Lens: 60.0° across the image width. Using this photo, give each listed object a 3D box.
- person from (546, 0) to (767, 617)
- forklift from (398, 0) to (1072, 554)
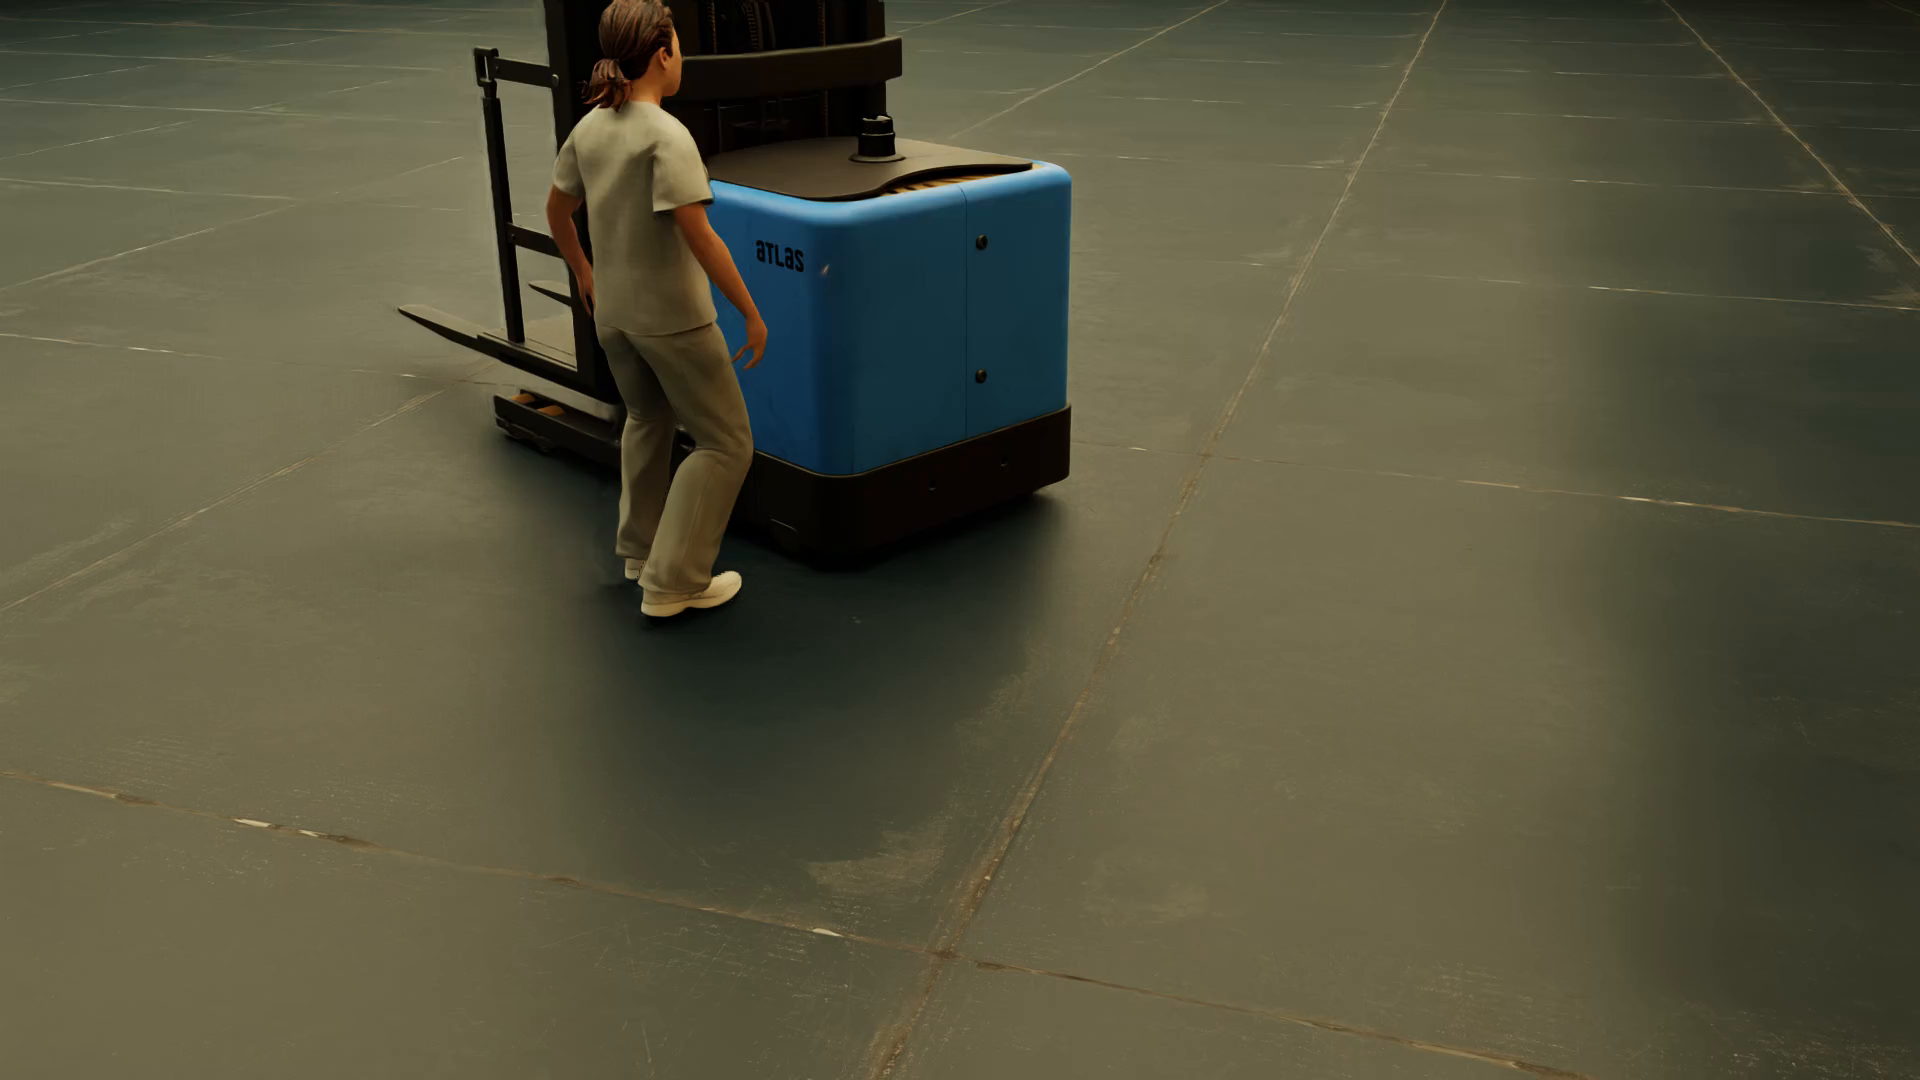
[{"bbox_3d":[-0.774,-0.605,4.462,0.725,1.628,0.451,18,29,37],"label":"person"},{"bbox_3d":[-1.028,-1.783,5.599,1.130,2.935,3.031,-20,30,-40],"label":"forklift"}]
